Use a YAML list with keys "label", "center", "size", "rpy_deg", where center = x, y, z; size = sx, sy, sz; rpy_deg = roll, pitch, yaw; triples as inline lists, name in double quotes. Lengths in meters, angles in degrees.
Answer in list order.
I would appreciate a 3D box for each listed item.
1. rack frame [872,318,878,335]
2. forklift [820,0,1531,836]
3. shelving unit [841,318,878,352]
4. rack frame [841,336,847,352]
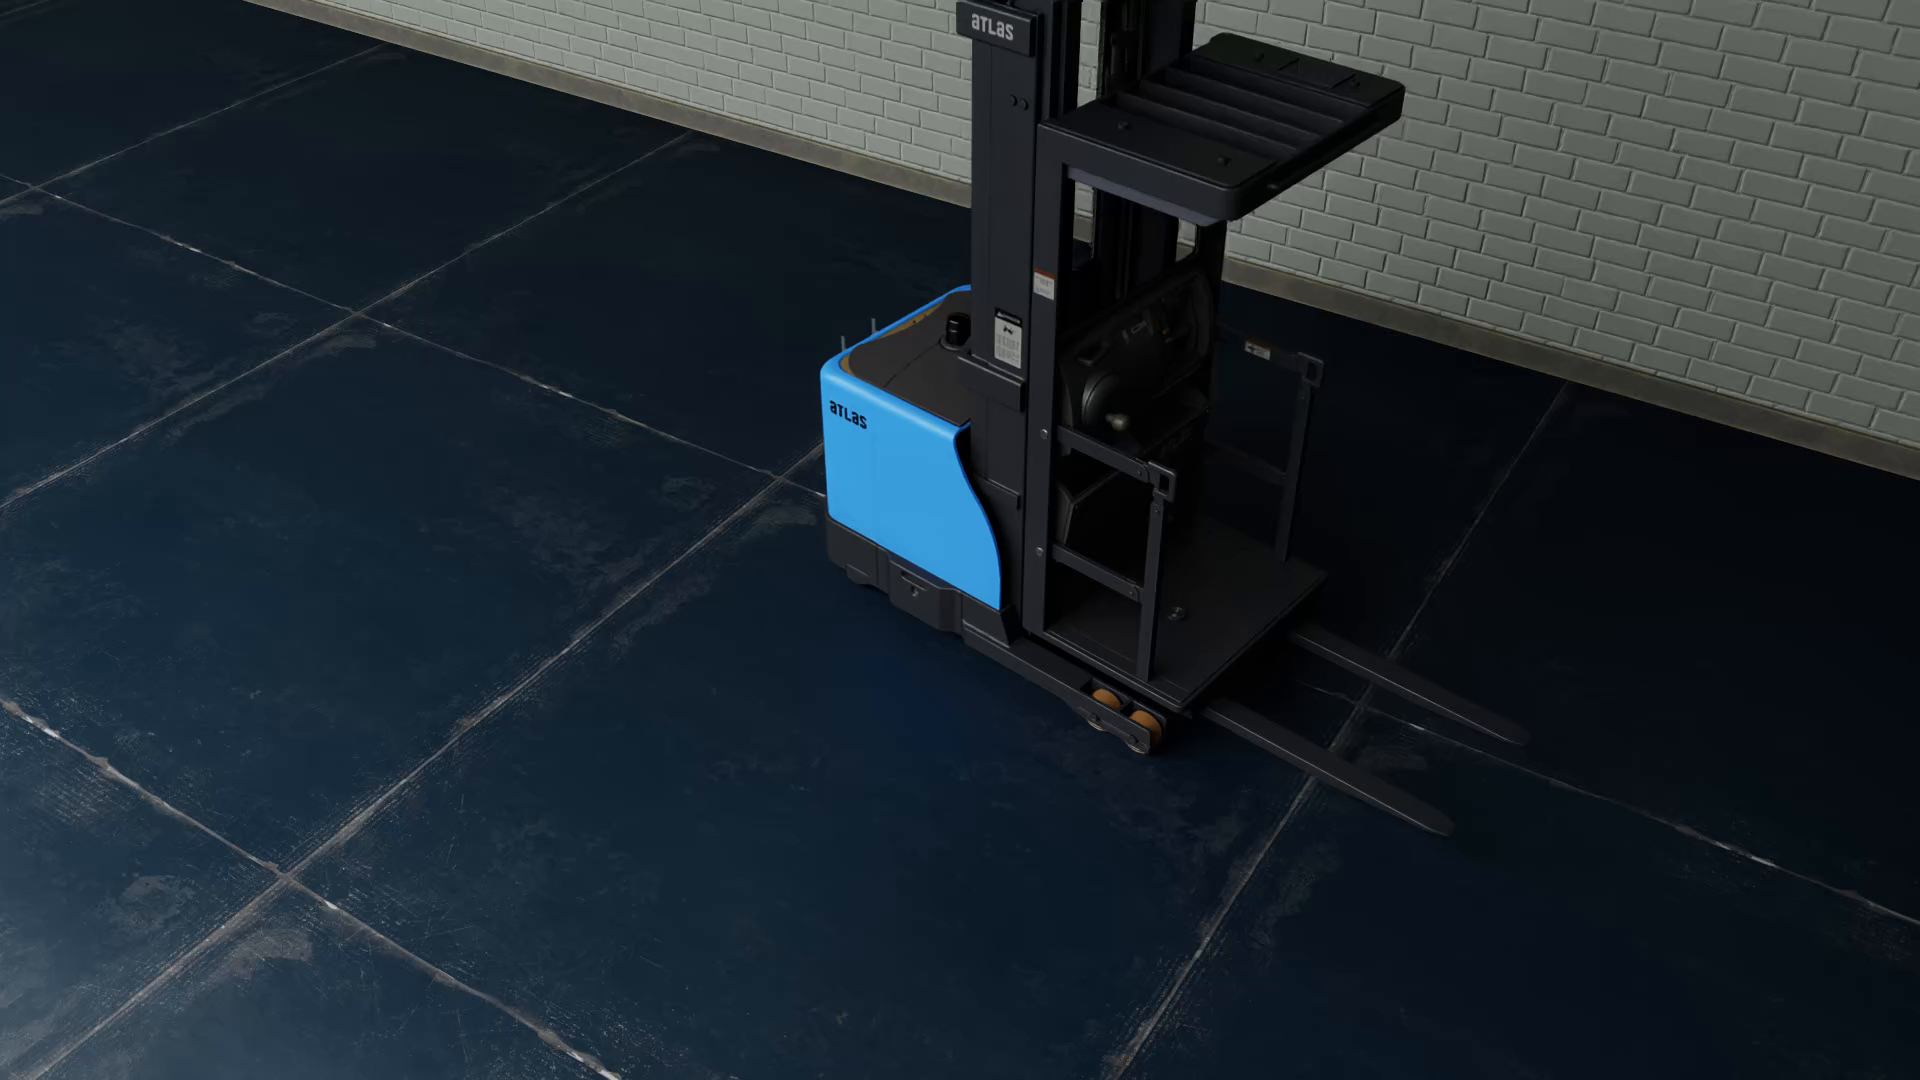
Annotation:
- label: "rack frame"
  center: [-0.309, -0.610, 7.804]
  size: [0.240, 0.900, 0.006]
  rpy_deg: [27, 45, 30]
- label: "forklift"
  center: [0.840, -0.676, 6.226]
  size: [3.031, 2.935, 1.130]
  rpy_deg: [28, 46, 31]
- label: "shelving unit"
  center: [-0.374, -0.562, 7.742]
  size: [0.258, 0.900, 0.210]
  rpy_deg: [27, 45, 30]
- label: "rack frame"
  center: [-0.439, -0.514, 7.680]
  size: [0.240, 0.900, 0.006]
  rpy_deg: [27, 45, 30]
